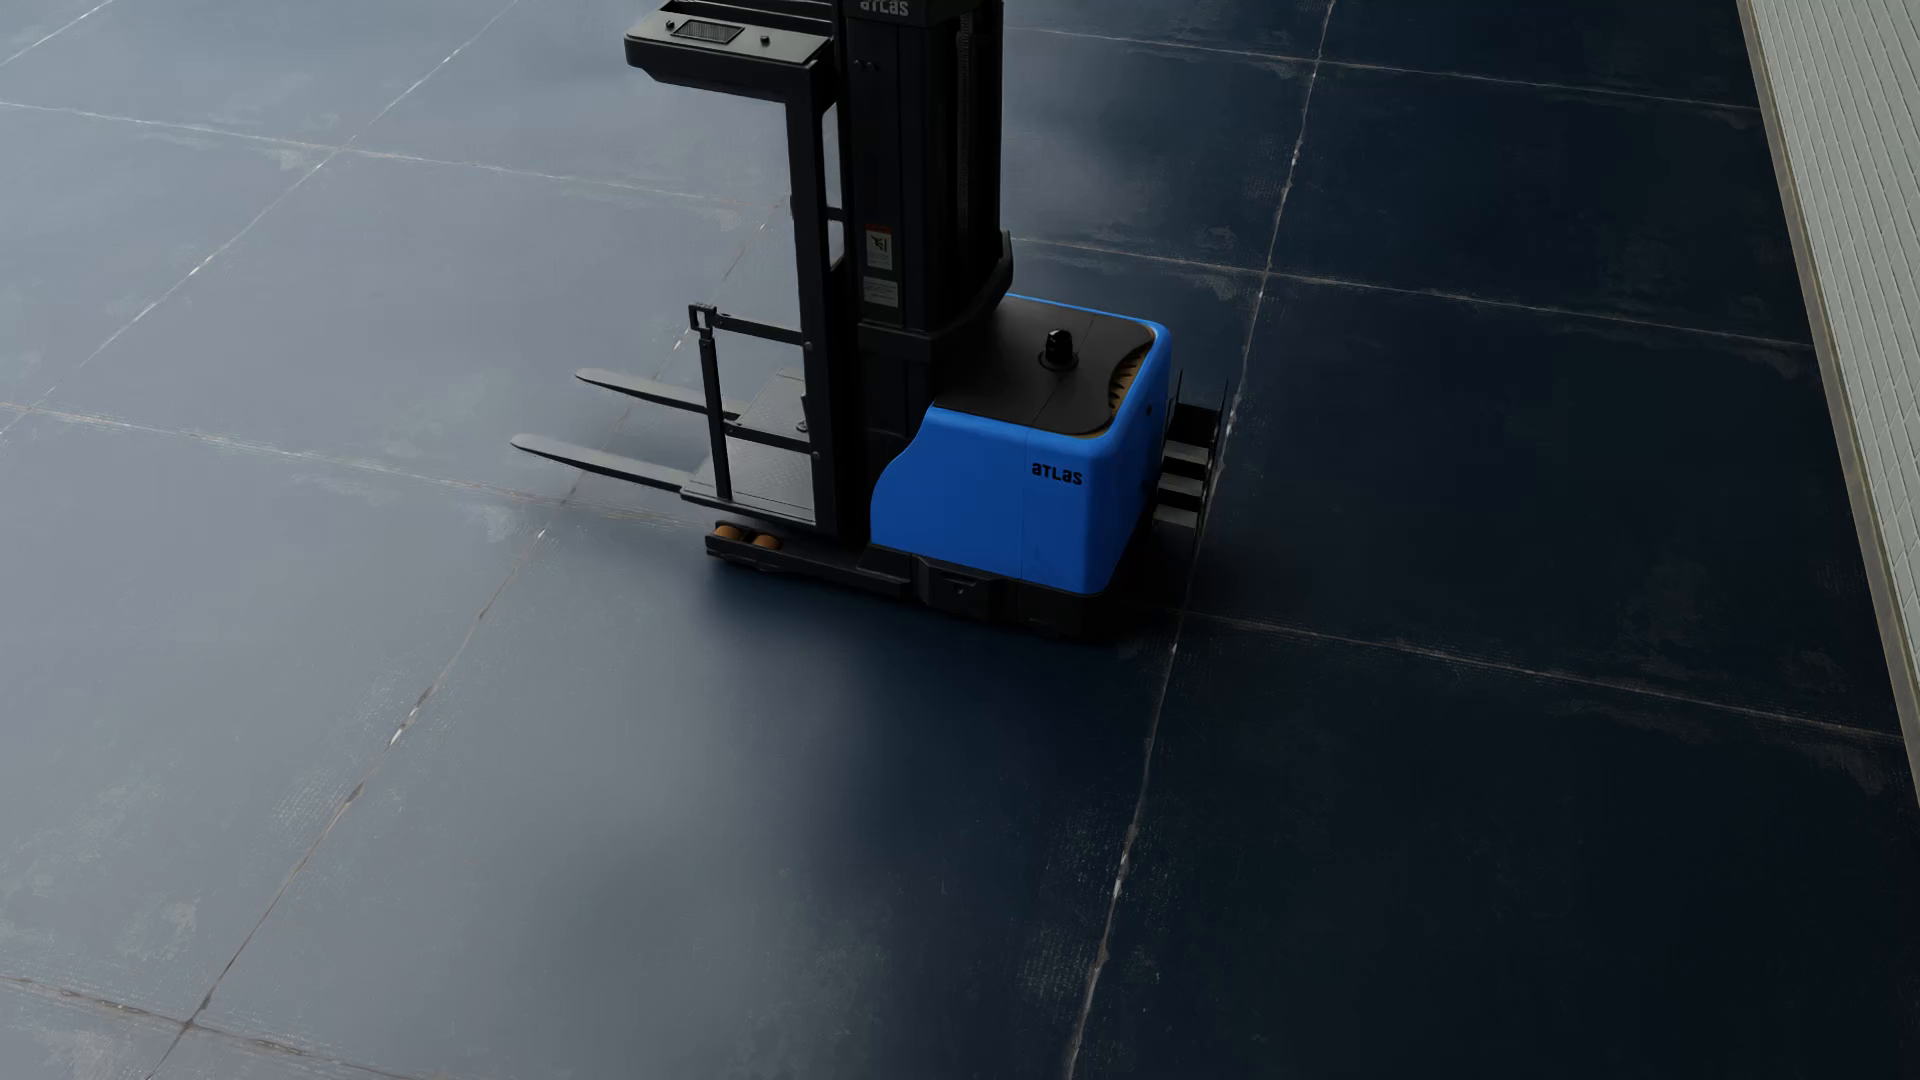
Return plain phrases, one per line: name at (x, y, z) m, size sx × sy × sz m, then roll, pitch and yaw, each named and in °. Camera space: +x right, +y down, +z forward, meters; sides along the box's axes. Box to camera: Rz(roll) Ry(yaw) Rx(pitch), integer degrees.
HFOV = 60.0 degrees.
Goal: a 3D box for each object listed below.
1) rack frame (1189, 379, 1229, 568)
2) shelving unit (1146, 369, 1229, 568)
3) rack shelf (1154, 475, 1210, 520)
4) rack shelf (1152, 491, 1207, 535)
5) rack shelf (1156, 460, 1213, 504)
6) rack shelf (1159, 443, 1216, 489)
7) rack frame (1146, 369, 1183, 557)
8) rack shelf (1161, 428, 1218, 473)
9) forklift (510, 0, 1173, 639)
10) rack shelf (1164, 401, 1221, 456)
rack frame at (1.108, -0.286, 7.416) m, size 0.006 × 0.900 × 0.240 m, roll 14°, pitch 42°, yaw 12°
shelving unit at (1.011, -0.310, 7.437) m, size 0.210 × 0.900 × 0.258 m, roll 14°, pitch 42°, yaw 12°
rack shelf at (1.006, -0.216, 7.518) m, size 0.200 × 0.077 × 0.258 m, roll 14°, pitch 42°, yaw 12°
rack shelf at (1.003, -0.148, 7.576) m, size 0.200 × 0.077 × 0.258 m, roll 14°, pitch 42°, yaw 12°
rack shelf at (1.010, -0.284, 7.459) m, size 0.200 × 0.077 × 0.258 m, roll 14°, pitch 42°, yaw 12°
rack shelf at (1.014, -0.353, 7.400) m, size 0.200 × 0.077 × 0.258 m, roll 14°, pitch 42°, yaw 12°
rack frame at (0.915, -0.333, 7.459) m, size 0.006 × 0.900 × 0.240 m, roll 14°, pitch 42°, yaw 12°
rack shelf at (1.017, -0.421, 7.341) m, size 0.200 × 0.077 × 0.258 m, roll 14°, pitch 42°, yaw 12°
forklift at (-0.632, -1.282, 7.022) m, size 3.031 × 2.935 × 1.130 m, roll 14°, pitch 42°, yaw 16°
rack shelf at (1.021, -0.489, 7.283) m, size 0.200 × 0.077 × 0.258 m, roll 14°, pitch 42°, yaw 12°
